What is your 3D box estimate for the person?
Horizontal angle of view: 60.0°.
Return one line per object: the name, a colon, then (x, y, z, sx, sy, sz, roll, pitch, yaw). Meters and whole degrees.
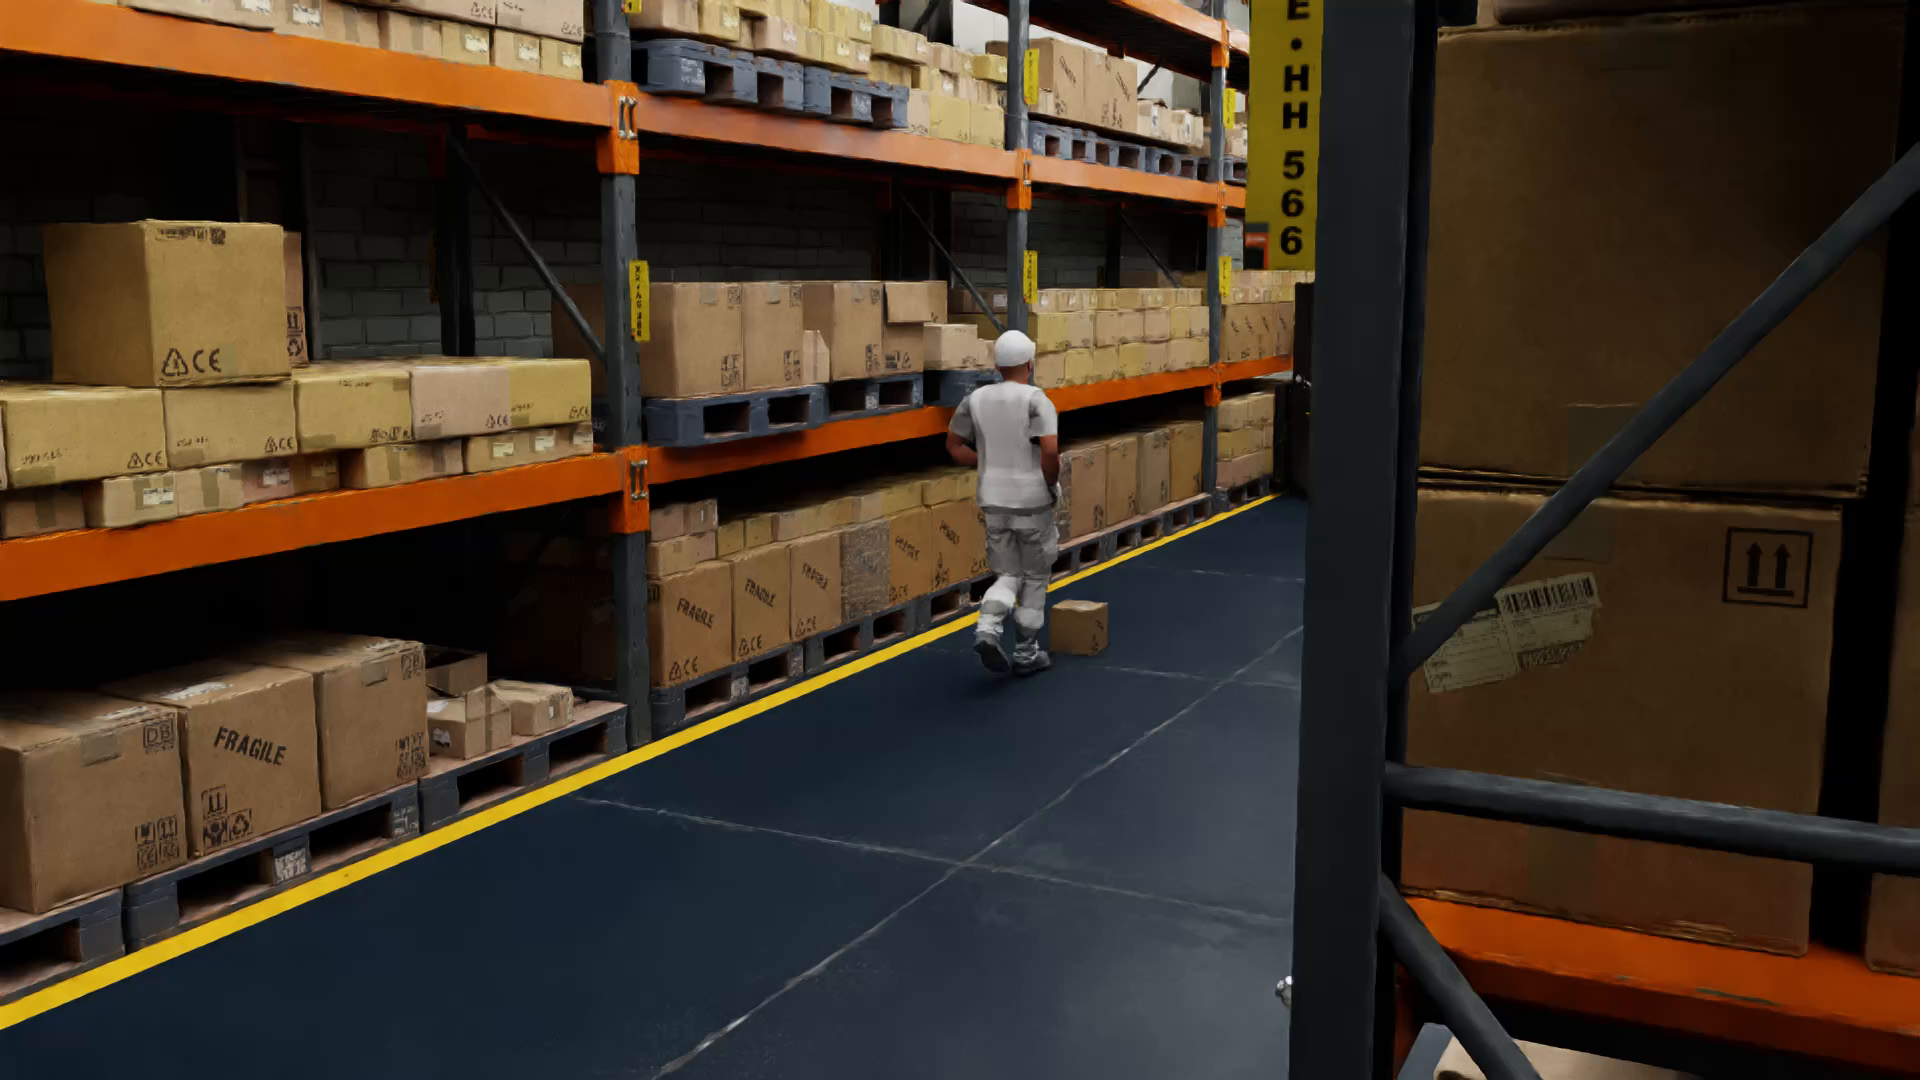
person: (0.252, -0.166, 8.351, 0.669, 1.770, 0.772, 5, 10, 28)
